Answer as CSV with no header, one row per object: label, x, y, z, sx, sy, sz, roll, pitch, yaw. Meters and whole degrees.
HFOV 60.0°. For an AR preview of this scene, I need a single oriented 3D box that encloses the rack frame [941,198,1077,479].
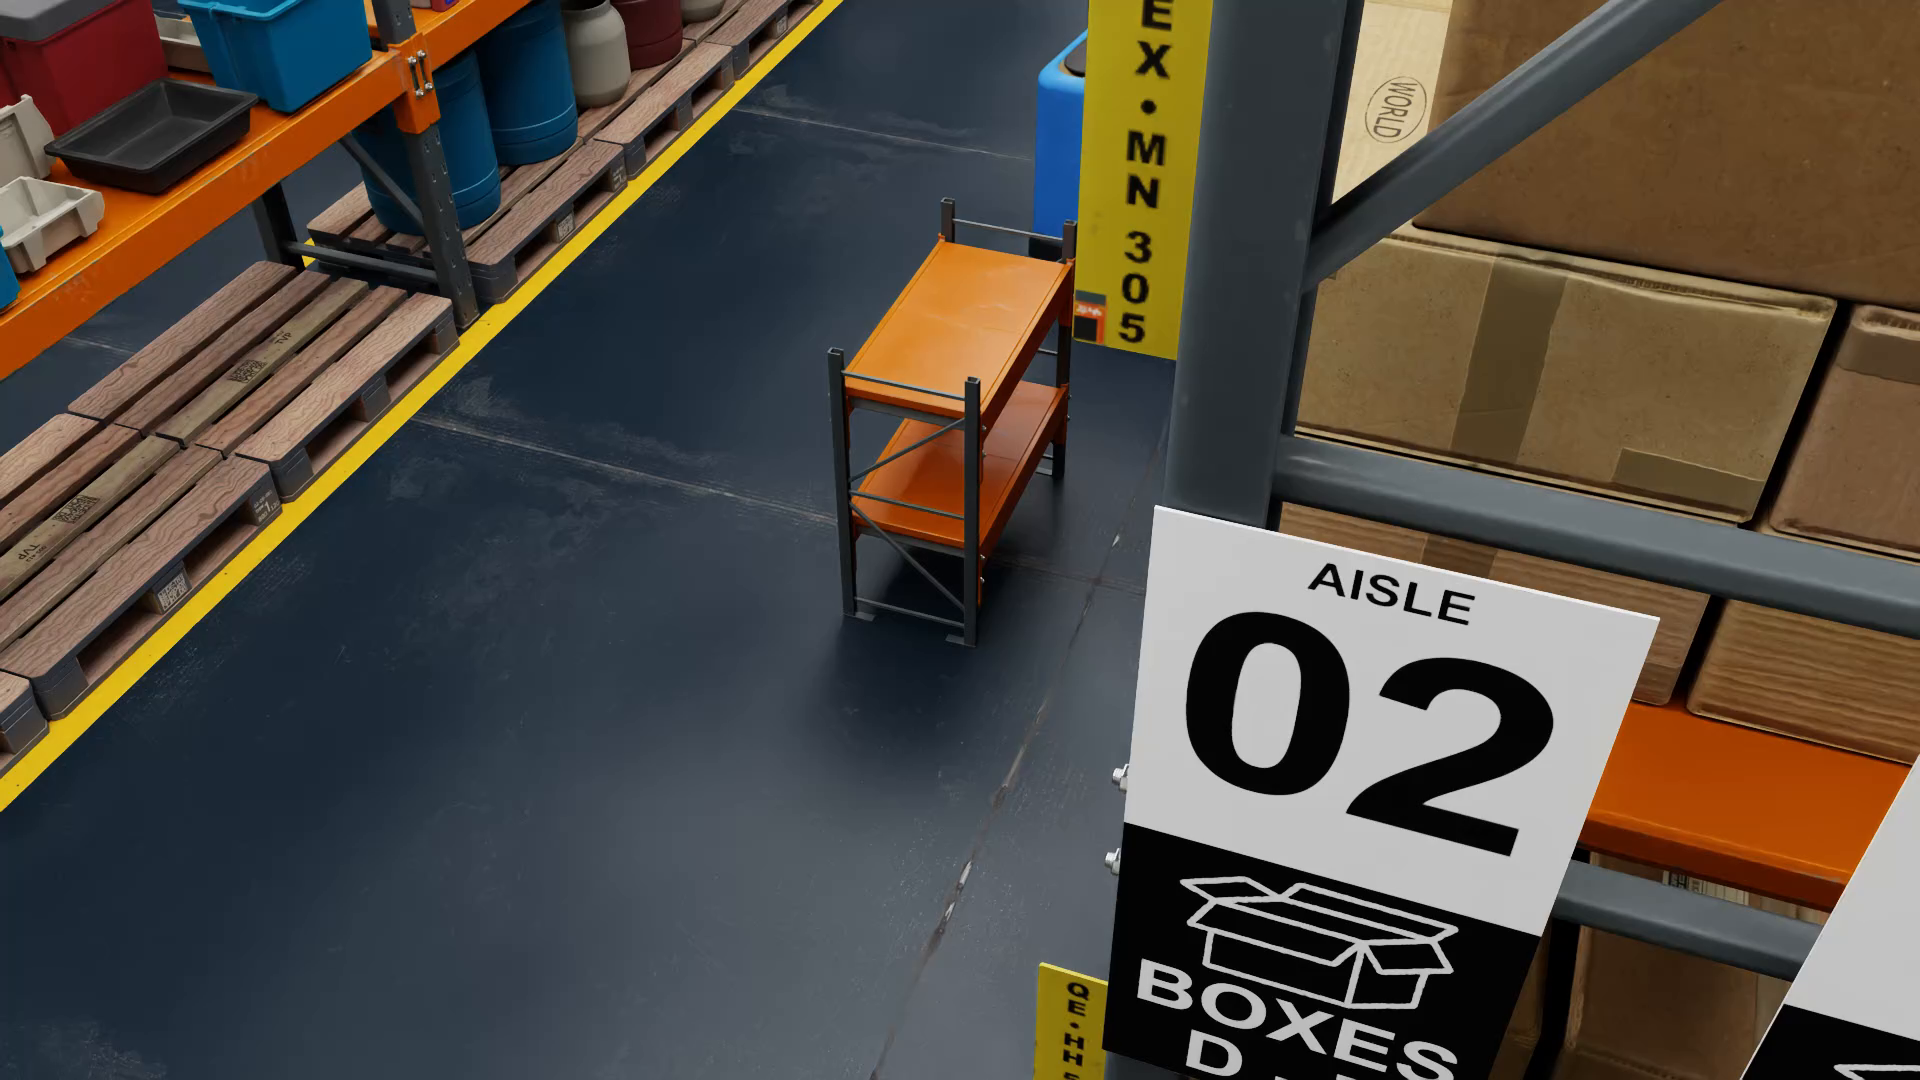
rack frame,0.172,-0.734,6.243,0.500,1.125,0.032,13,42,15

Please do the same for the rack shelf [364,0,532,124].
rack shelf,-1.946,-3.156,8.193,1.077,0.370,4.000,13,42,15

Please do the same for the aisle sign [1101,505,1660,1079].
aisle sign,0.345,0.316,1.566,0.394,0.787,0.004,13,42,15

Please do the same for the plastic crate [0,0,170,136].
plastic crate,-3.171,-1.768,5.916,0.402,0.464,0.583,13,42,15

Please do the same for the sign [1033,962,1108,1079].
sign,0.141,0.635,2.059,0.100,0.325,0.005,13,42,15

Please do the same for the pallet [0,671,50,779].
pallet,-3.679,0.796,5.154,1.003,0.211,1.213,13,42,15

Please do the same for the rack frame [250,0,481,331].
rack frame,-2.630,-2.210,6.529,1.000,3.000,0.127,13,42,15

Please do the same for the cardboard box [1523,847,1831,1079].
cardboard box,1.055,0.701,2.270,0.500,0.500,0.500,15,43,16

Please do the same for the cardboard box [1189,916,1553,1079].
cardboard box,0.550,0.580,2.411,0.500,0.500,0.500,13,42,15

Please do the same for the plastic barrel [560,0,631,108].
plastic barrel,-1.908,-2.508,8.472,0.421,0.512,0.421,0,40,0

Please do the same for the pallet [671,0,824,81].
pallet,-1.492,-3.099,9.719,1.003,0.211,1.213,13,42,15

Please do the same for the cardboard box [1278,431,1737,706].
cardboard box,0.584,-0.125,1.889,0.500,0.250,0.500,13,42,15

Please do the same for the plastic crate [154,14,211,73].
plastic crate,-2.923,-1.880,6.300,0.396,0.136,0.243,13,42,15

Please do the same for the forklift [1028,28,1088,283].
forklift,1.433,-2.934,7.430,1.130,2.935,3.031,19,44,20

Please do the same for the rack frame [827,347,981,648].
rack frame,-0.176,-0.114,5.517,0.500,1.125,0.032,13,42,15

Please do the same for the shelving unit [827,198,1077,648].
shelving unit,-0.002,-0.424,5.880,0.538,1.125,1.048,13,42,15

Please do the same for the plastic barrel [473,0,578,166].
plastic barrel,-2.186,-2.331,7.965,0.600,0.901,0.708,13,42,15

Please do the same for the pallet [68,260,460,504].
pallet,-2.845,-0.692,6.899,1.003,0.211,1.213,13,42,15

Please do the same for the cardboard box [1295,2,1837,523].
cardboard box,0.592,-0.313,1.725,0.500,0.250,0.500,13,42,15

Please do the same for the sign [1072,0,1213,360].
sign,0.141,-0.282,1.276,0.100,0.325,0.005,13,42,15

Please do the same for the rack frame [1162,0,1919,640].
rack frame,0.656,-0.951,0.431,1.000,3.000,0.127,13,42,15

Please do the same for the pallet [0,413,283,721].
pallet,-3.260,0.055,6.023,1.003,0.211,1.213,13,42,15

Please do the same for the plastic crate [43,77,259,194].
plastic crate,-2.760,-1.386,5.729,0.437,0.125,0.590,13,42,15

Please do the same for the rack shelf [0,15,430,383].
rack shelf,-3.314,-0.717,5.333,1.077,0.370,4.000,13,42,15

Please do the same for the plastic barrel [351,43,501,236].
plastic barrel,-2.428,-1.900,7.459,0.600,0.901,0.708,13,42,15

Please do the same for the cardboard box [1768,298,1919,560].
cardboard box,1.076,-0.199,1.591,0.500,0.250,0.500,13,42,15

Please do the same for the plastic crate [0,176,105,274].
plastic crate,-2.943,-1.004,5.272,0.293,0.136,0.466,13,42,15

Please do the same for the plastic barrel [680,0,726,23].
plastic barrel,-1.522,-3.197,9.279,0.421,0.512,0.421,0,40,0

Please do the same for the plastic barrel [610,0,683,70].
plastic barrel,-1.799,-2.901,8.874,0.600,0.588,0.708,13,42,15

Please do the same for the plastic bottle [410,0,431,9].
plastic bottle,-2.191,-2.359,6.742,0.144,0.351,0.185,13,42,15

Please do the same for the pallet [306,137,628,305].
pallet,-2.327,-1.611,7.975,1.003,0.211,1.213,13,42,15

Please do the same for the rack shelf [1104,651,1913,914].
rack shelf,1.340,-0.756,3.068,1.077,0.370,4.000,13,42,15

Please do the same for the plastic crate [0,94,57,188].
plastic crate,-3.325,-1.297,5.505,0.437,0.282,0.530,13,42,15

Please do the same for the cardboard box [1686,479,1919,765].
cardboard box,1.071,-0.010,1.755,0.500,0.250,0.500,13,42,15

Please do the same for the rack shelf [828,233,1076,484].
rack shelf,-0.002,-0.646,5.690,0.538,0.278,1.000,13,42,15

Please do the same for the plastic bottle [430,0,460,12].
plastic bottle,-2.103,-2.295,6.718,0.061,0.283,0.133,13,42,15

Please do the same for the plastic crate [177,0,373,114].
plastic crate,-2.469,-1.866,6.093,0.392,0.384,0.575,13,42,15

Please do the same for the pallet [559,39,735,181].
pallet,-1.911,-2.357,8.850,1.003,0.211,1.213,13,42,15

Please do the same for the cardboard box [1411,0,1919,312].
cardboard box,0.816,-0.545,1.419,0.700,0.500,0.500,13,42,15

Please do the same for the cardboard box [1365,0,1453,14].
cardboard box,0.763,-0.618,2.082,0.500,0.250,0.500,13,42,15

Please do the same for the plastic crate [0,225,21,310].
plastic crate,-3.051,-0.793,4.951,0.416,0.233,0.300,13,42,15

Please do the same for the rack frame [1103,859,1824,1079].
rack frame,0.656,1.331,2.378,1.000,3.000,0.127,13,42,15

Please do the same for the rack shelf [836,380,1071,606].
rack shelf,-0.002,-0.238,6.039,0.538,0.278,1.000,13,42,15
